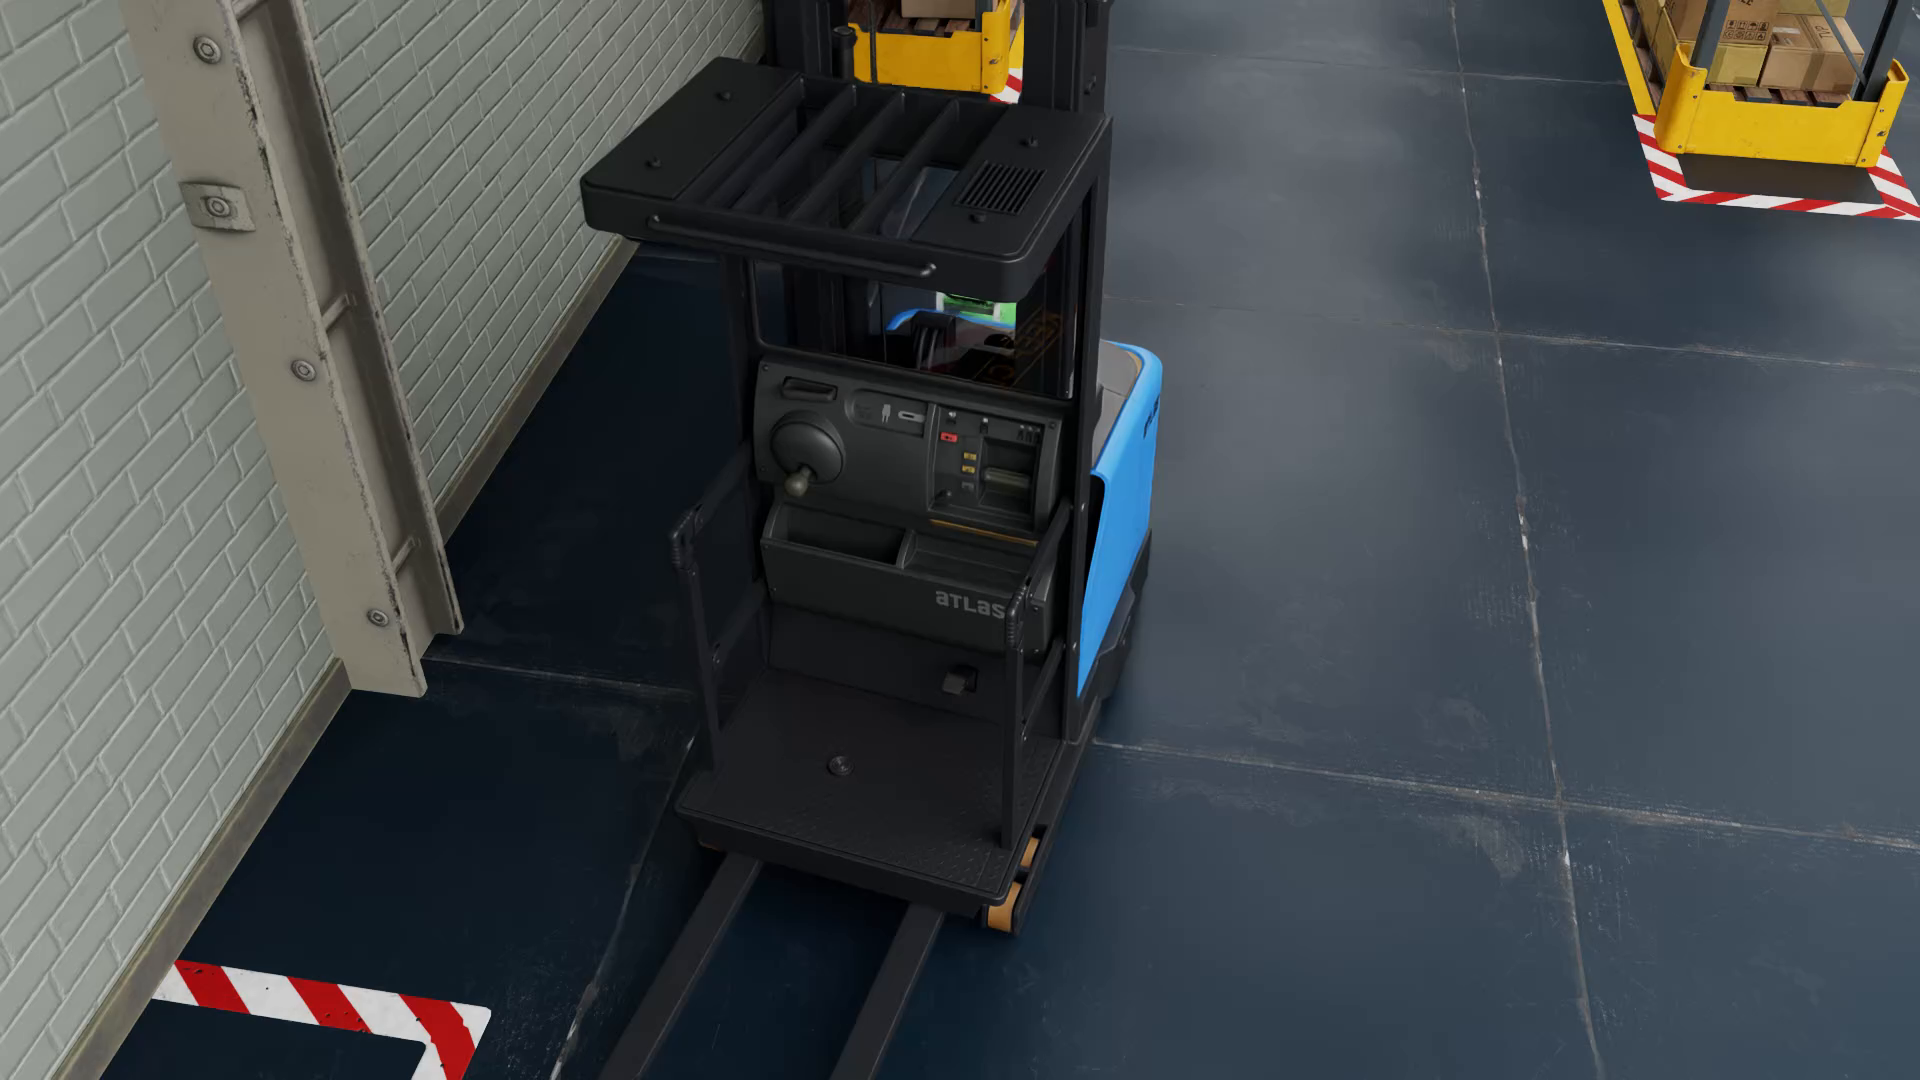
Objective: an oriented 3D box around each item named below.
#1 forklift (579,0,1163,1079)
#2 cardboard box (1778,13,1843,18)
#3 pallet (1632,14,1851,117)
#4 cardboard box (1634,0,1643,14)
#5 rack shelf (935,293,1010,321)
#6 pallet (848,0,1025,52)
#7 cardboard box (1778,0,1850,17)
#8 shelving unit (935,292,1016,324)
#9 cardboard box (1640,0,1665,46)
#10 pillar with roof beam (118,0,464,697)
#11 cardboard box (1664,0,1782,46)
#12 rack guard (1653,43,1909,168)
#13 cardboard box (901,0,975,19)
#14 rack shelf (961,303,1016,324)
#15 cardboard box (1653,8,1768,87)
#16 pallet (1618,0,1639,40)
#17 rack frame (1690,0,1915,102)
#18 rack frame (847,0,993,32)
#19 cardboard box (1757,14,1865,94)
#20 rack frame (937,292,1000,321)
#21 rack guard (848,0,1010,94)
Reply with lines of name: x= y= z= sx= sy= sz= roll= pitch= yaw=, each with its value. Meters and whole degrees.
forklift: x=-0.232 y=-0.190 z=4.680 sx=1.130 sy=2.935 sz=3.031 roll=12 pitch=41 yaw=15
cardboard box: x=4.966 y=-3.139 z=10.021 sx=0.500 sy=0.250 sz=0.500 roll=6 pitch=40 yaw=8
pallet: x=4.662 y=-2.821 z=9.996 sx=1.003 sy=0.211 sz=1.213 roll=6 pitch=40 yaw=8
cardboard box: x=4.532 y=-3.511 z=10.471 sx=0.500 sy=0.250 sz=0.500 roll=6 pitch=40 yaw=8
rack shelf: x=0.101 y=-0.970 z=6.328 sx=0.258 sy=0.148 sz=0.480 roll=11 pitch=41 yaw=13
pallet: x=-0.120 y=-3.434 z=10.737 sx=1.003 sy=0.211 sz=1.213 roll=6 pitch=40 yaw=8
cardboard box: x=4.967 y=-3.428 z=9.782 sx=0.500 sy=0.500 sz=0.500 roll=6 pitch=40 yaw=8
shelving unit: x=0.101 y=-0.649 z=6.593 sx=0.258 sy=1.200 sz=0.503 roll=11 pitch=41 yaw=13
cardboard box: x=4.447 y=-3.197 z=10.091 sx=0.500 sy=0.250 sz=0.500 roll=6 pitch=40 yaw=8
pillar with roof beam: x=2.162 y=-2.561 z=2.786 sx=9.100 sy=9.000 sz=0.400 roll=6 pitch=40 yaw=8
cardboard box: x=4.371 y=-3.171 z=9.472 sx=0.500 sy=0.500 sz=0.500 roll=6 pitch=40 yaw=8
rack guard: x=4.567 y=-2.432 z=9.300 sx=1.175 sy=0.500 sz=0.348 roll=6 pitch=40 yaw=8
cardboard box: x=-0.100 y=-3.512 z=10.409 sx=0.500 sy=0.311 sz=0.500 roll=2 pitch=40 yaw=3
rack shelf: x=0.101 y=-0.785 z=6.481 sx=0.258 sy=0.148 sz=0.480 roll=11 pitch=41 yaw=13
cardboard box: x=4.373 y=-2.882 z=9.710 sx=0.500 sy=0.250 sz=0.500 roll=6 pitch=40 yaw=8
pallet: x=4.875 y=-3.584 z=10.919 sx=1.003 sy=0.211 sz=1.213 roll=6 pitch=40 yaw=8
rack frame: x=4.571 y=-3.411 z=8.521 sx=1.000 sy=3.000 sz=0.127 roll=6 pitch=40 yaw=8
rack frame: x=-0.309 y=-3.955 z=9.179 sx=1.000 sy=3.000 sz=0.127 roll=6 pitch=40 yaw=8
cardboard box: x=4.883 y=-2.825 z=9.641 sx=0.500 sy=0.250 sz=0.500 roll=6 pitch=40 yaw=8
rack frame: x=0.031 y=-0.500 z=6.413 sx=0.240 sy=1.200 sz=0.015 roll=11 pitch=41 yaw=13
rack guard: x=-0.296 y=-3.039 z=10.033 sx=1.175 sy=0.500 sz=0.348 roll=6 pitch=40 yaw=8
